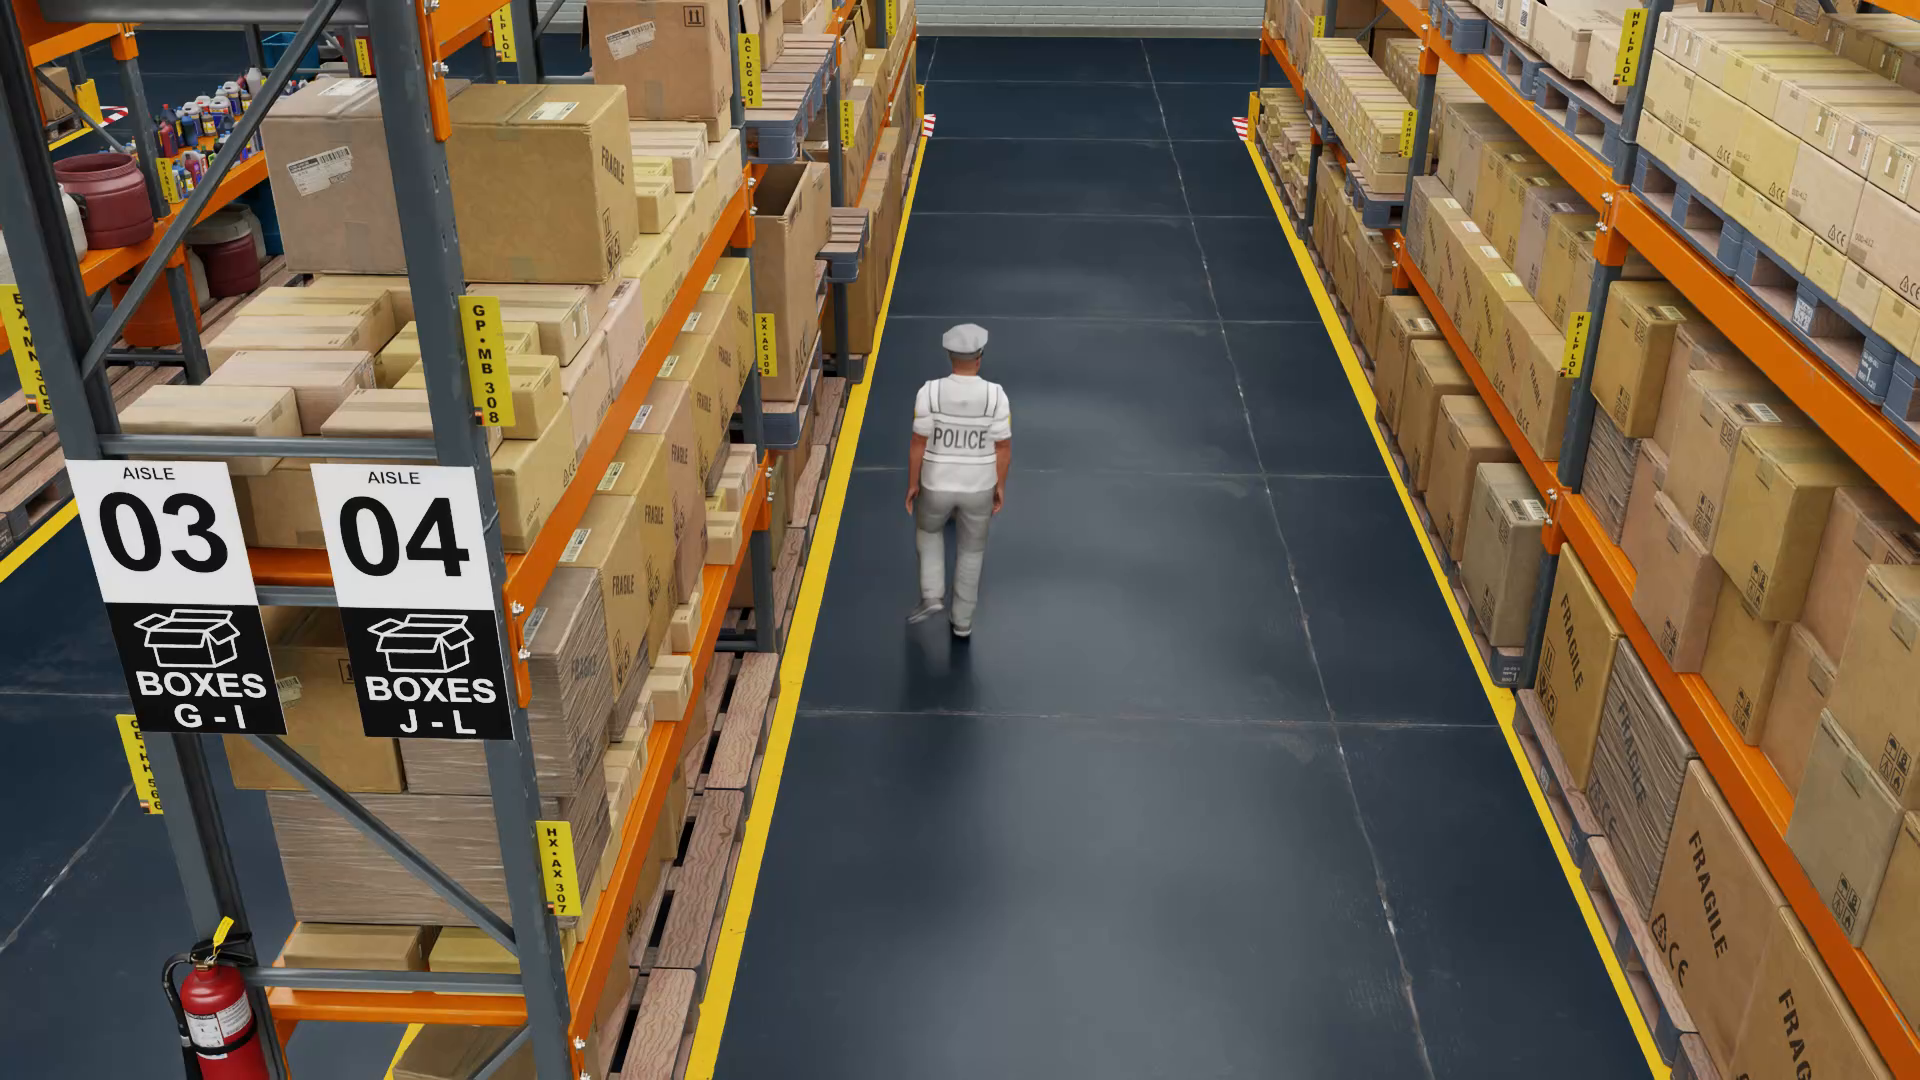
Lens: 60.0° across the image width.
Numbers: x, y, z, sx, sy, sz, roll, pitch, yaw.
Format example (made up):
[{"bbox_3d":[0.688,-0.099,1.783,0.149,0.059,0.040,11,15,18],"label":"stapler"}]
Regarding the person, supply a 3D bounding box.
[{"bbox_3d":[-0.012,-0.307,9.137,0.579,1.758,0.474,1,28,3],"label":"person"}]
